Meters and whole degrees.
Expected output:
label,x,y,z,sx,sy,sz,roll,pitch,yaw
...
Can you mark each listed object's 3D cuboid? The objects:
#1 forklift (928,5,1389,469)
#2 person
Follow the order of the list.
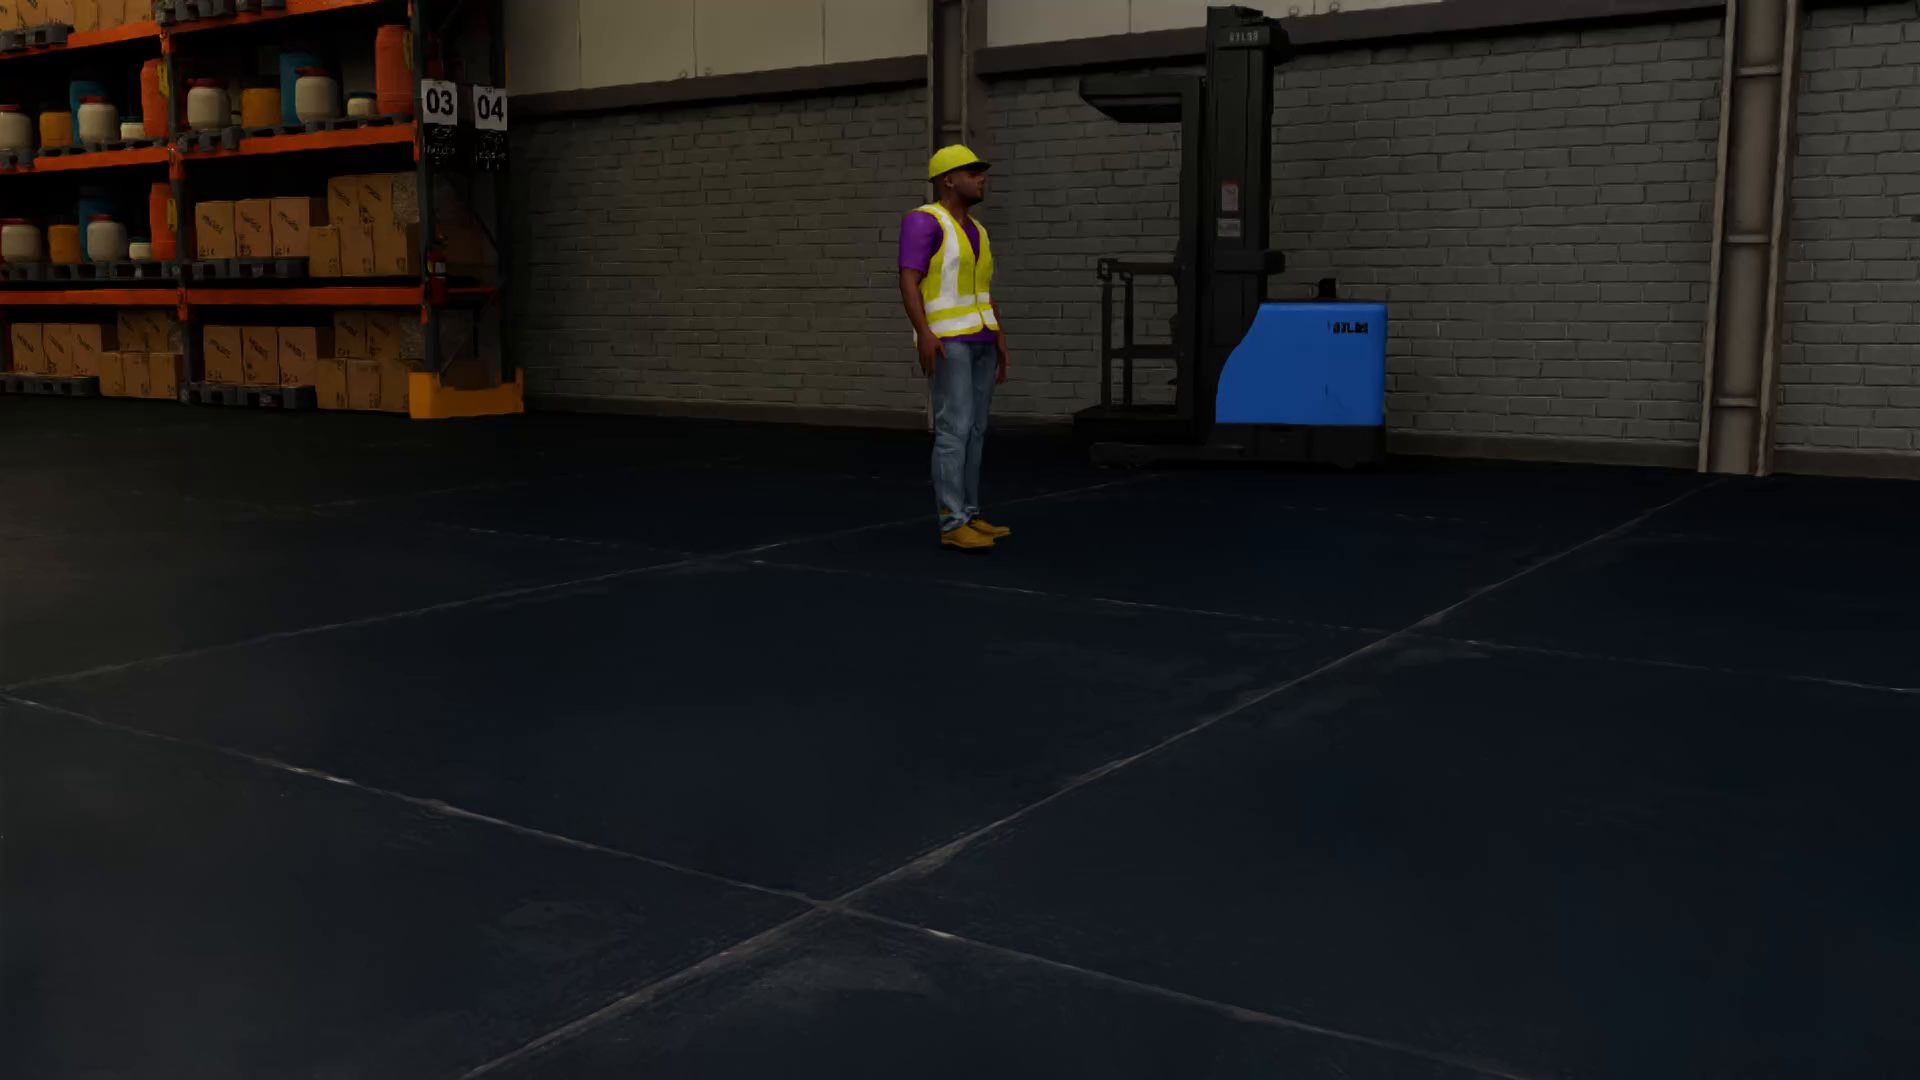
label,x,y,z,sx,sy,sz,roll,pitch,yaw
forklift,1.332,-1.986,11.158,3.031,2.935,1.130,2,8,14
person,0.055,-0.875,7.435,0.576,1.766,0.665,5,10,34
